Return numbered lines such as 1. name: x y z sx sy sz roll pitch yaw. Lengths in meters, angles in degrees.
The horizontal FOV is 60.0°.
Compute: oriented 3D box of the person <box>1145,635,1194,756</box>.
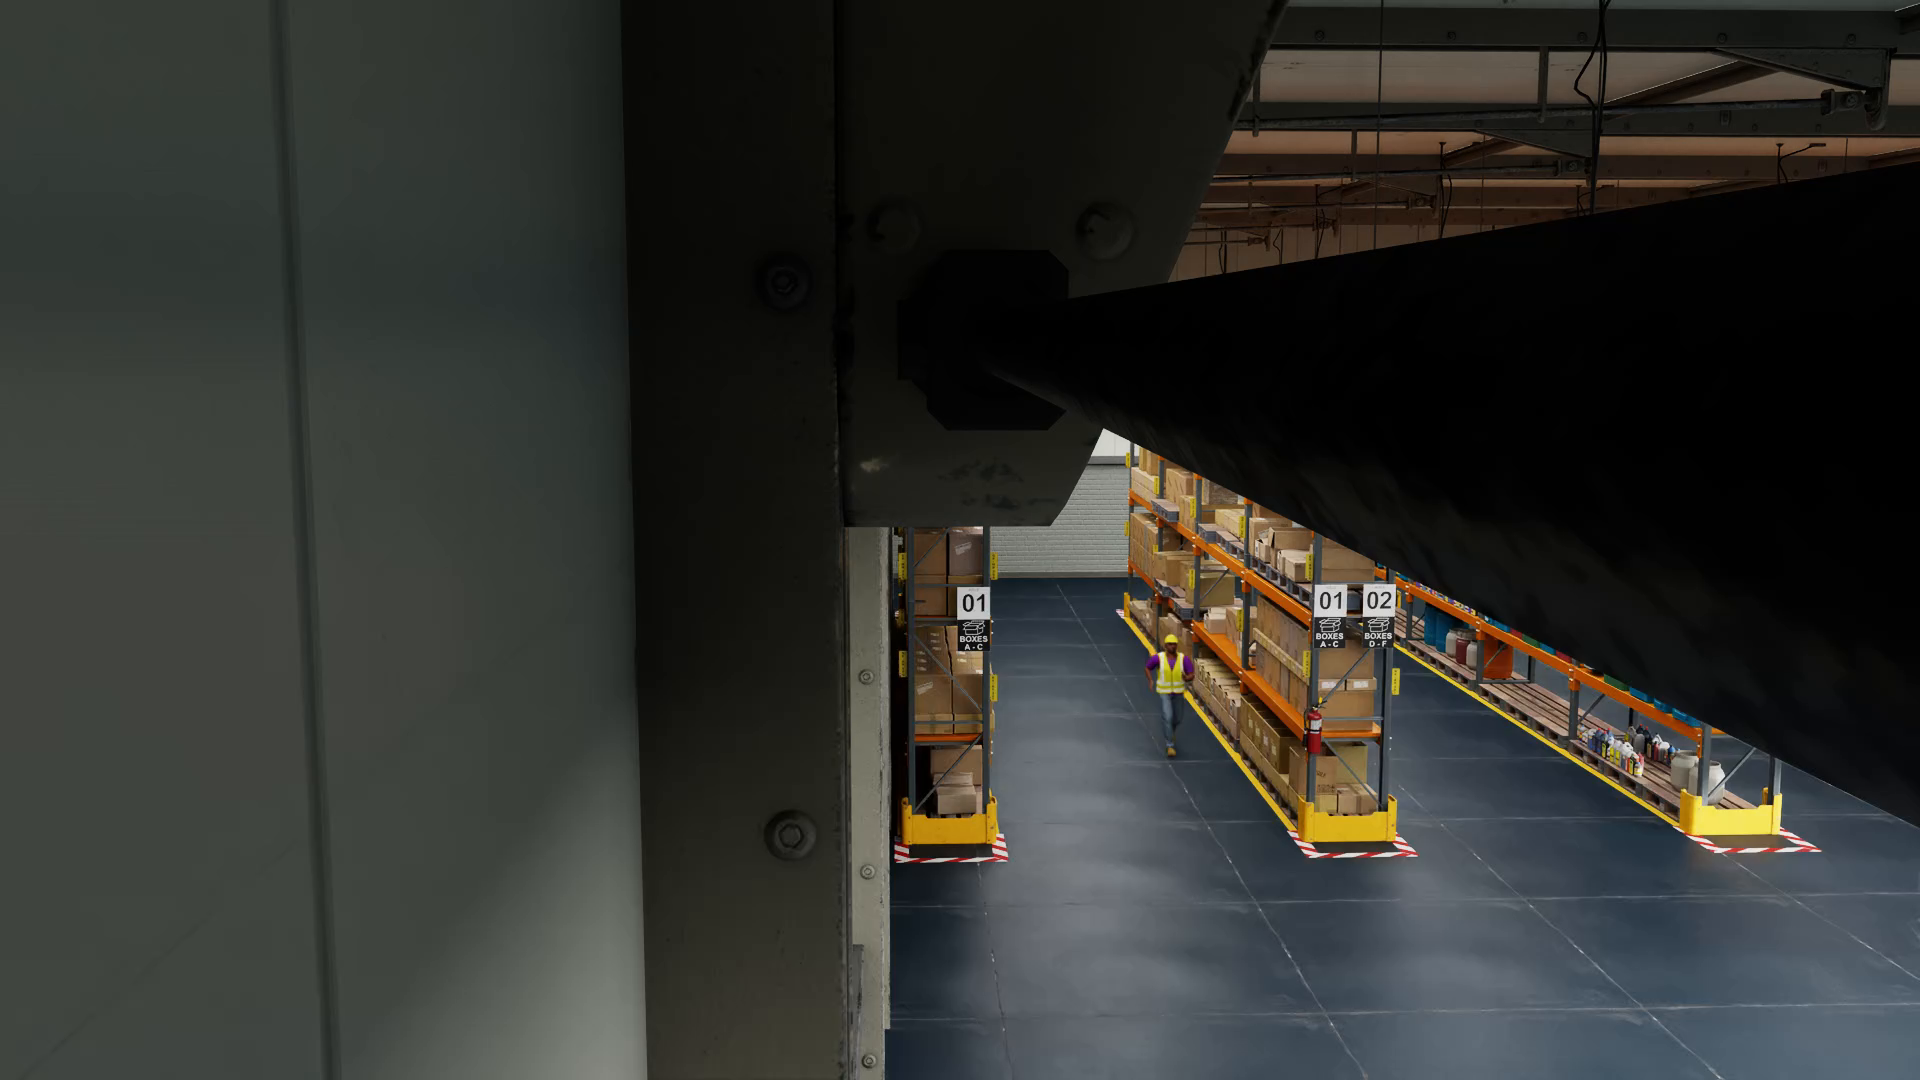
1. person: 3.144 2.277 24.815 0.711 1.747 0.963 -1 7 -4
